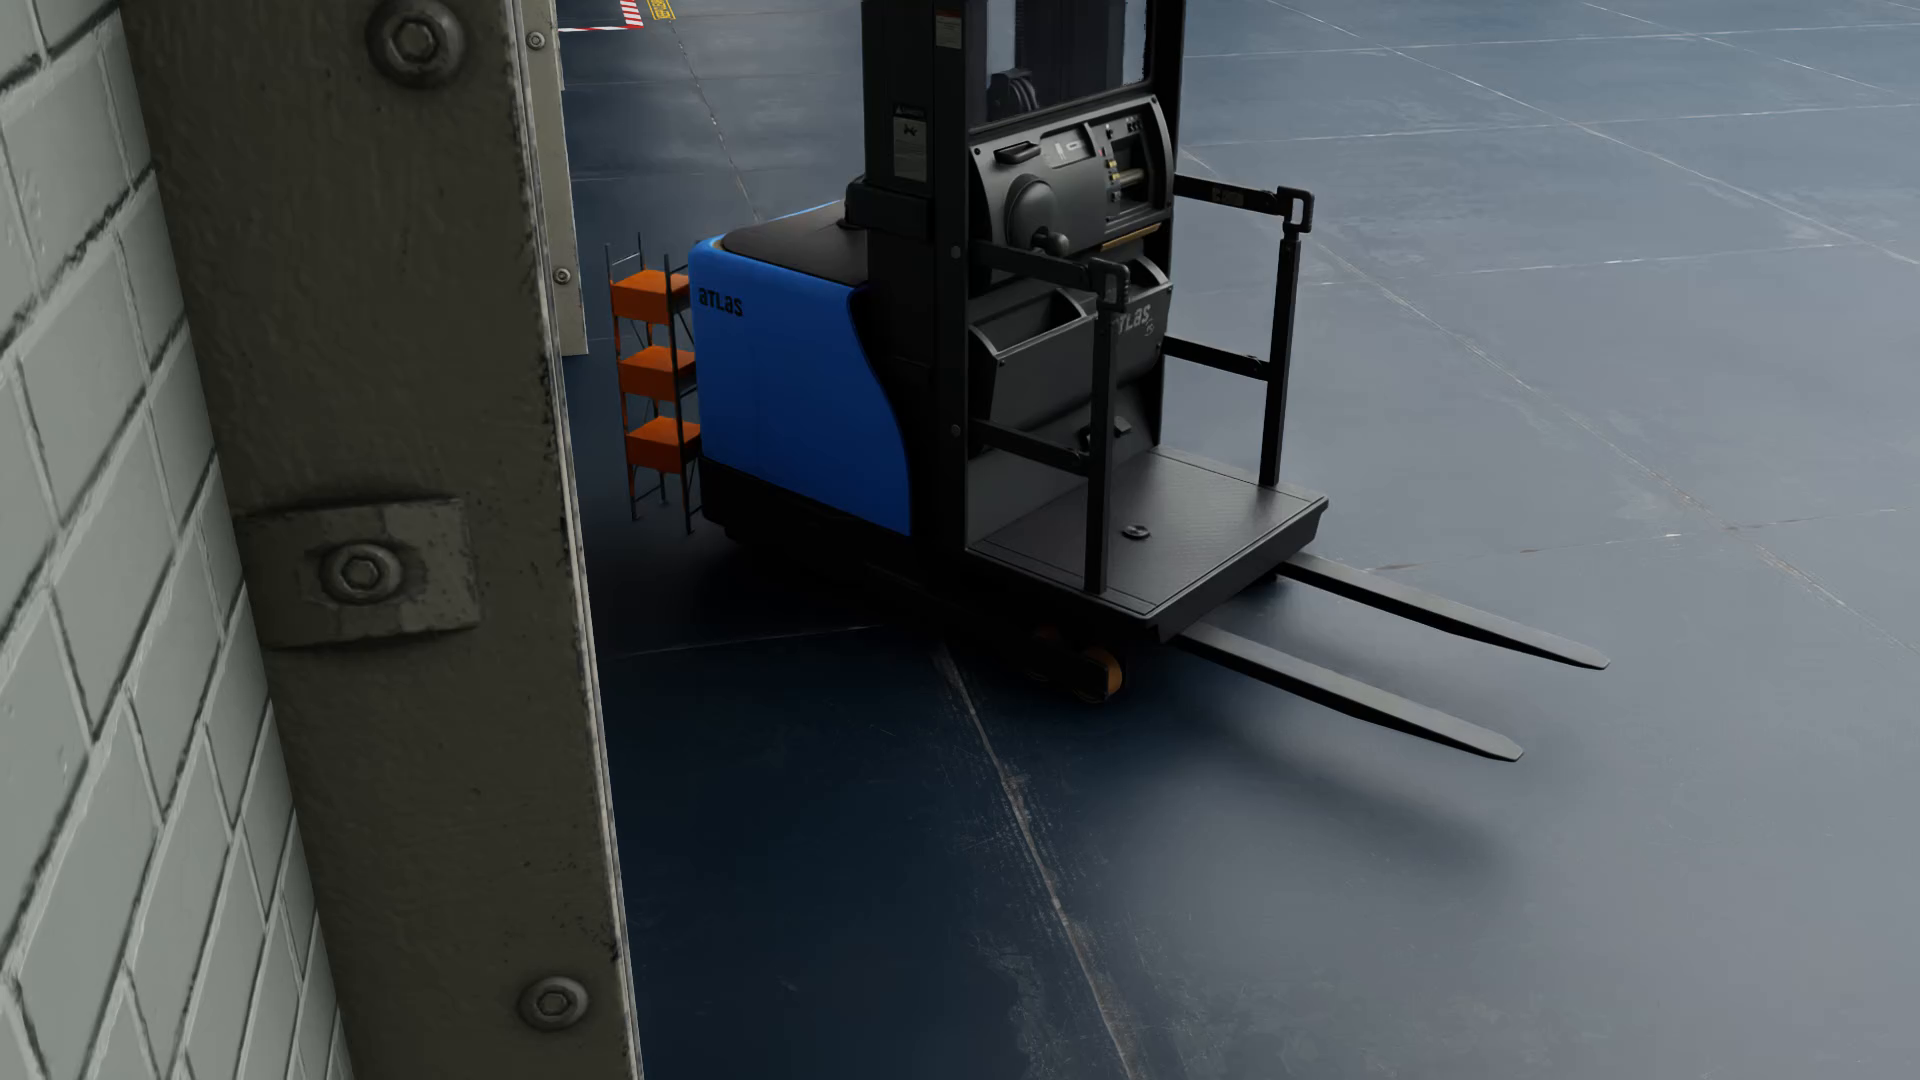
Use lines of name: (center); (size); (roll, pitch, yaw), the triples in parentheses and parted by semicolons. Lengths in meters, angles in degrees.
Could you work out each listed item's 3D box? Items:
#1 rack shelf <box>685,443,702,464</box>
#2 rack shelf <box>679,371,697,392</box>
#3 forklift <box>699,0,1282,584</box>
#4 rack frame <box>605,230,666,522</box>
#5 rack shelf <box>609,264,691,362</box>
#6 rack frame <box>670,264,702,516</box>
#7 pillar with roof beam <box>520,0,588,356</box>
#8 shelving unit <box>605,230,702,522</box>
rack shelf: (-1.053, -0.340, 6.042); (0.221, 0.050, 0.166); (13, 30, 24)
rack shelf: (-1.053, -0.588, 5.917); (0.221, 0.050, 0.166); (13, 30, 24)
forklift: (10.027, -11.875, 26.032); (19.070, 3.159, 49.673); (21, 33, 35)
rack frame: (-1.162, -0.577, 5.984); (0.008, 1.050, 0.200); (13, 30, 24)
rack shelf: (-1.053, -0.796, 5.812); (0.240, 0.259, 0.215); (13, 30, 24)
rack frame: (-0.944, -0.528, 5.886); (0.003, 0.915, 0.190); (13, 30, 24)
pillar with roof beam: (2.273, -5.390, 6.697); (9.100, 9.000, 0.400); (-6, 27, -12)
shelving unit: (-1.054, -0.553, 5.936); (0.249, 1.050, 0.215); (13, 30, 24)
